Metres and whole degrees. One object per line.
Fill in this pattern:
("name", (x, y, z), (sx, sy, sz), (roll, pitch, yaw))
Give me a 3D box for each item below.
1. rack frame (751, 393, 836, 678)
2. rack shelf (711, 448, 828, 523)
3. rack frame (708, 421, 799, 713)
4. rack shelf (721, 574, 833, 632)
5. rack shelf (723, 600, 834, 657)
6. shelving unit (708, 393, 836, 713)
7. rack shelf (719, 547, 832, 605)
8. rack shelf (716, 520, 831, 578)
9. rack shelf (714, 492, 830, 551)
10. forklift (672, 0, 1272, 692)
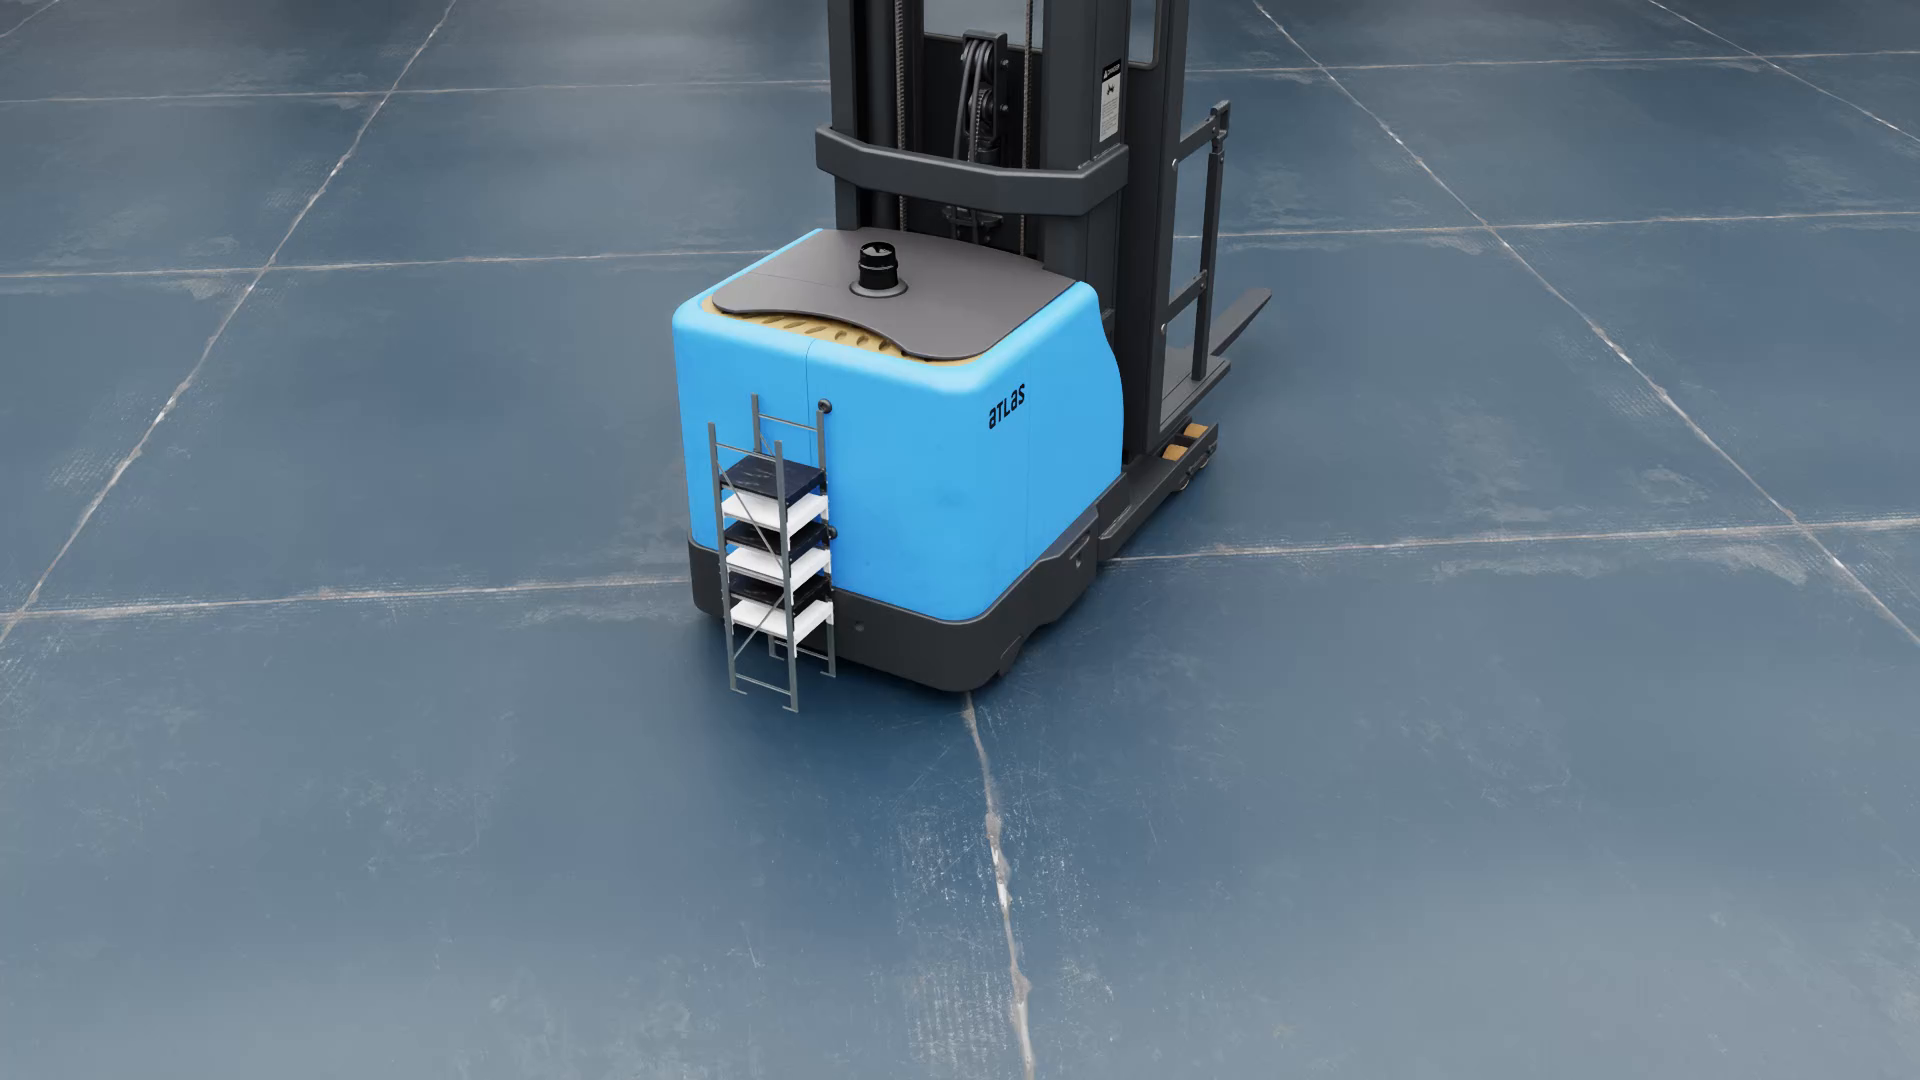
("rack frame", (-0.483, 0.002, 4.869), (0.240, 0.900, 0.006), (16, 34, 25))
("rack shelf", (-0.533, -0.155, 4.671), (0.258, 0.077, 0.200), (16, 34, 25))
("rack frame", (-0.582, 0.093, 4.716), (0.240, 0.900, 0.006), (16, 34, 25))
("rack shelf", (-0.533, 0.154, 4.856), (0.258, 0.077, 0.200), (16, 34, 25))
("rack shelf", (-0.533, 0.231, 4.902), (0.258, 0.077, 0.200), (16, 34, 25))
("shelving unit", (-0.533, 0.048, 4.793), (0.258, 0.900, 0.210), (16, 34, 25))
("rack shelf", (-0.533, 0.076, 4.810), (0.258, 0.077, 0.200), (16, 34, 25))
("rack shelf", (-0.533, -0.001, 4.763), (0.258, 0.077, 0.200), (16, 34, 25))
("rack shelf", (-0.533, -0.078, 4.717), (0.258, 0.077, 0.200), (16, 34, 25))
("forklift", (0.306, -1.541, 5.472), (1.130, 2.935, 3.031), (16, 34, 25))
